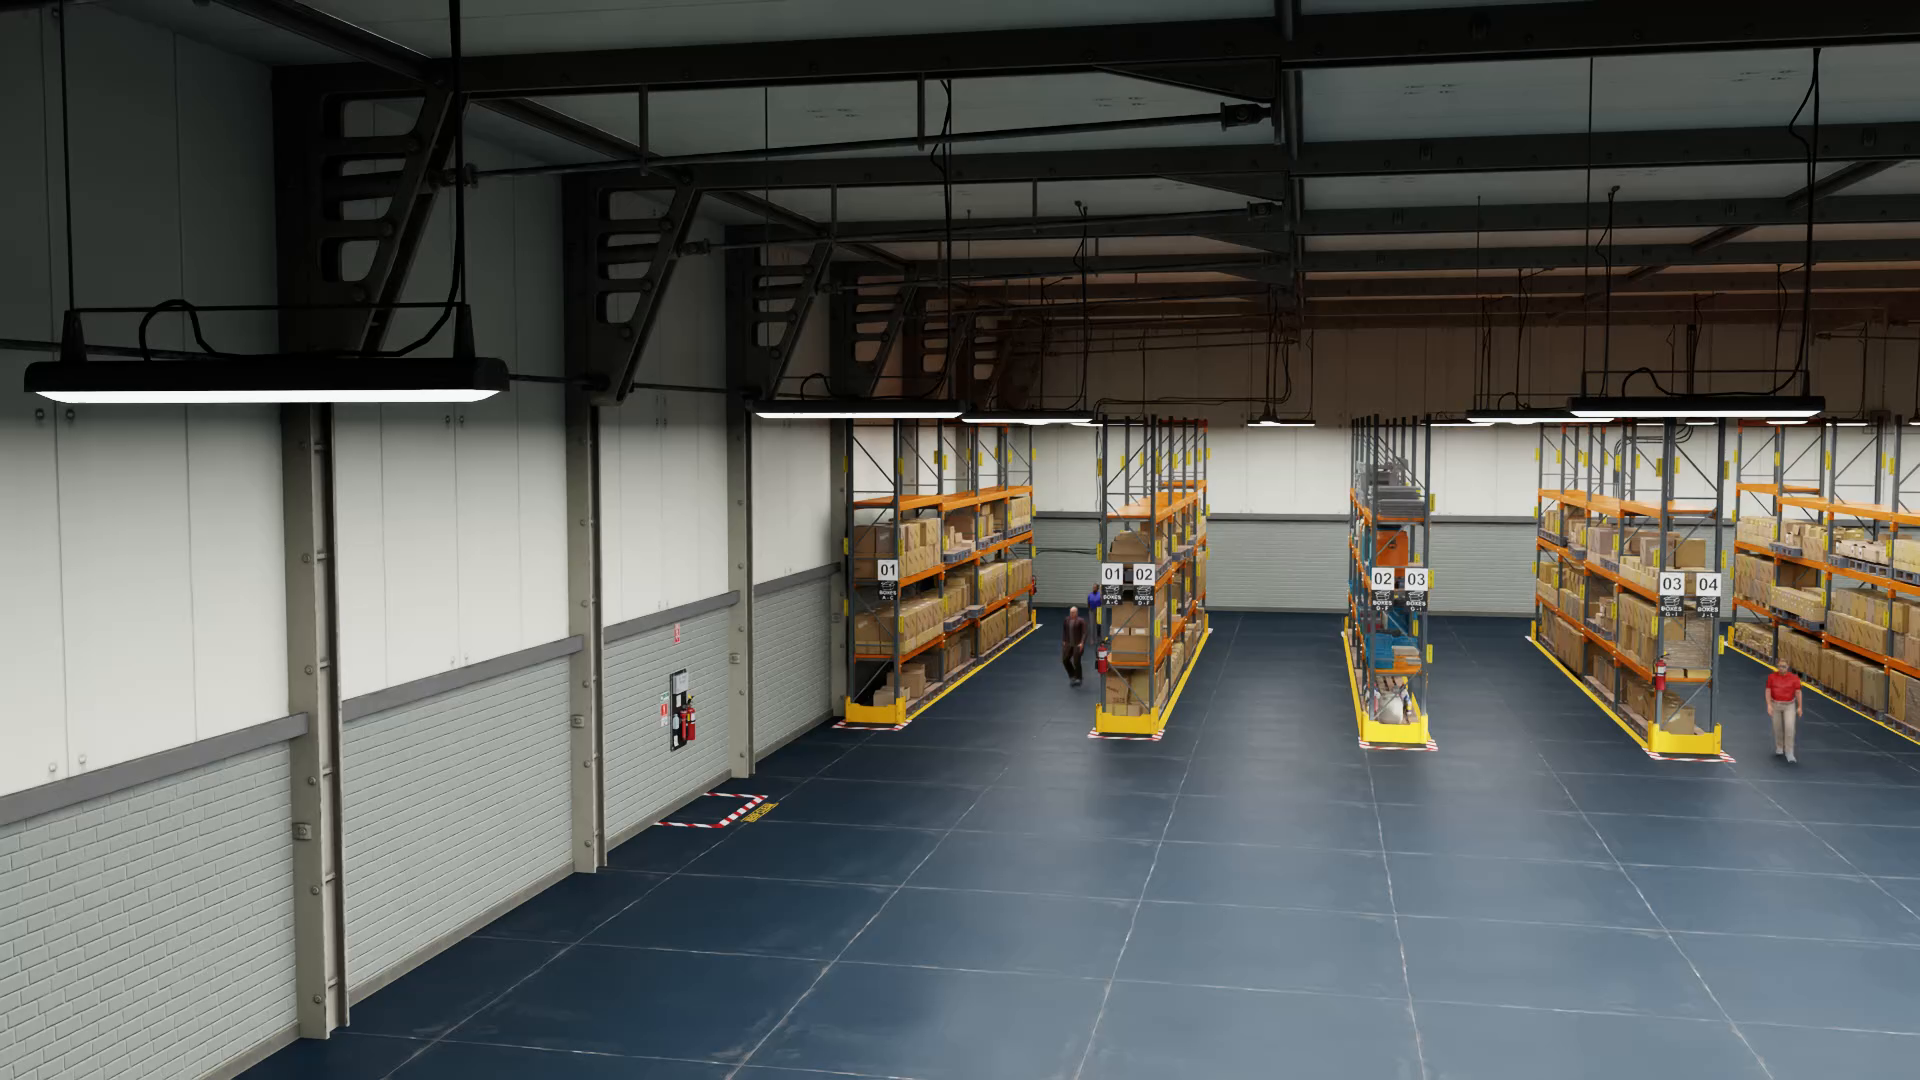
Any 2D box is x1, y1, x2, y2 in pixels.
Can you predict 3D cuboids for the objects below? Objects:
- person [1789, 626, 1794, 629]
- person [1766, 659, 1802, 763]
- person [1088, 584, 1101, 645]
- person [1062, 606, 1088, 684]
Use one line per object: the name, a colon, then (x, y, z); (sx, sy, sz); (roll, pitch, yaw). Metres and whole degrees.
person: (22.569, 1.946, 44.681); (1.112, 1.604, 0.435); (1, 4, 11)
person: (14.338, 2.934, 28.978); (0.582, 1.723, 0.833); (3, 5, 37)
person: (3.620, 2.006, 44.310); (0.461, 1.495, 1.033); (1, 4, 9)
person: (2.569, 2.395, 37.418); (0.718, 1.820, 0.541); (3, 5, 35)
